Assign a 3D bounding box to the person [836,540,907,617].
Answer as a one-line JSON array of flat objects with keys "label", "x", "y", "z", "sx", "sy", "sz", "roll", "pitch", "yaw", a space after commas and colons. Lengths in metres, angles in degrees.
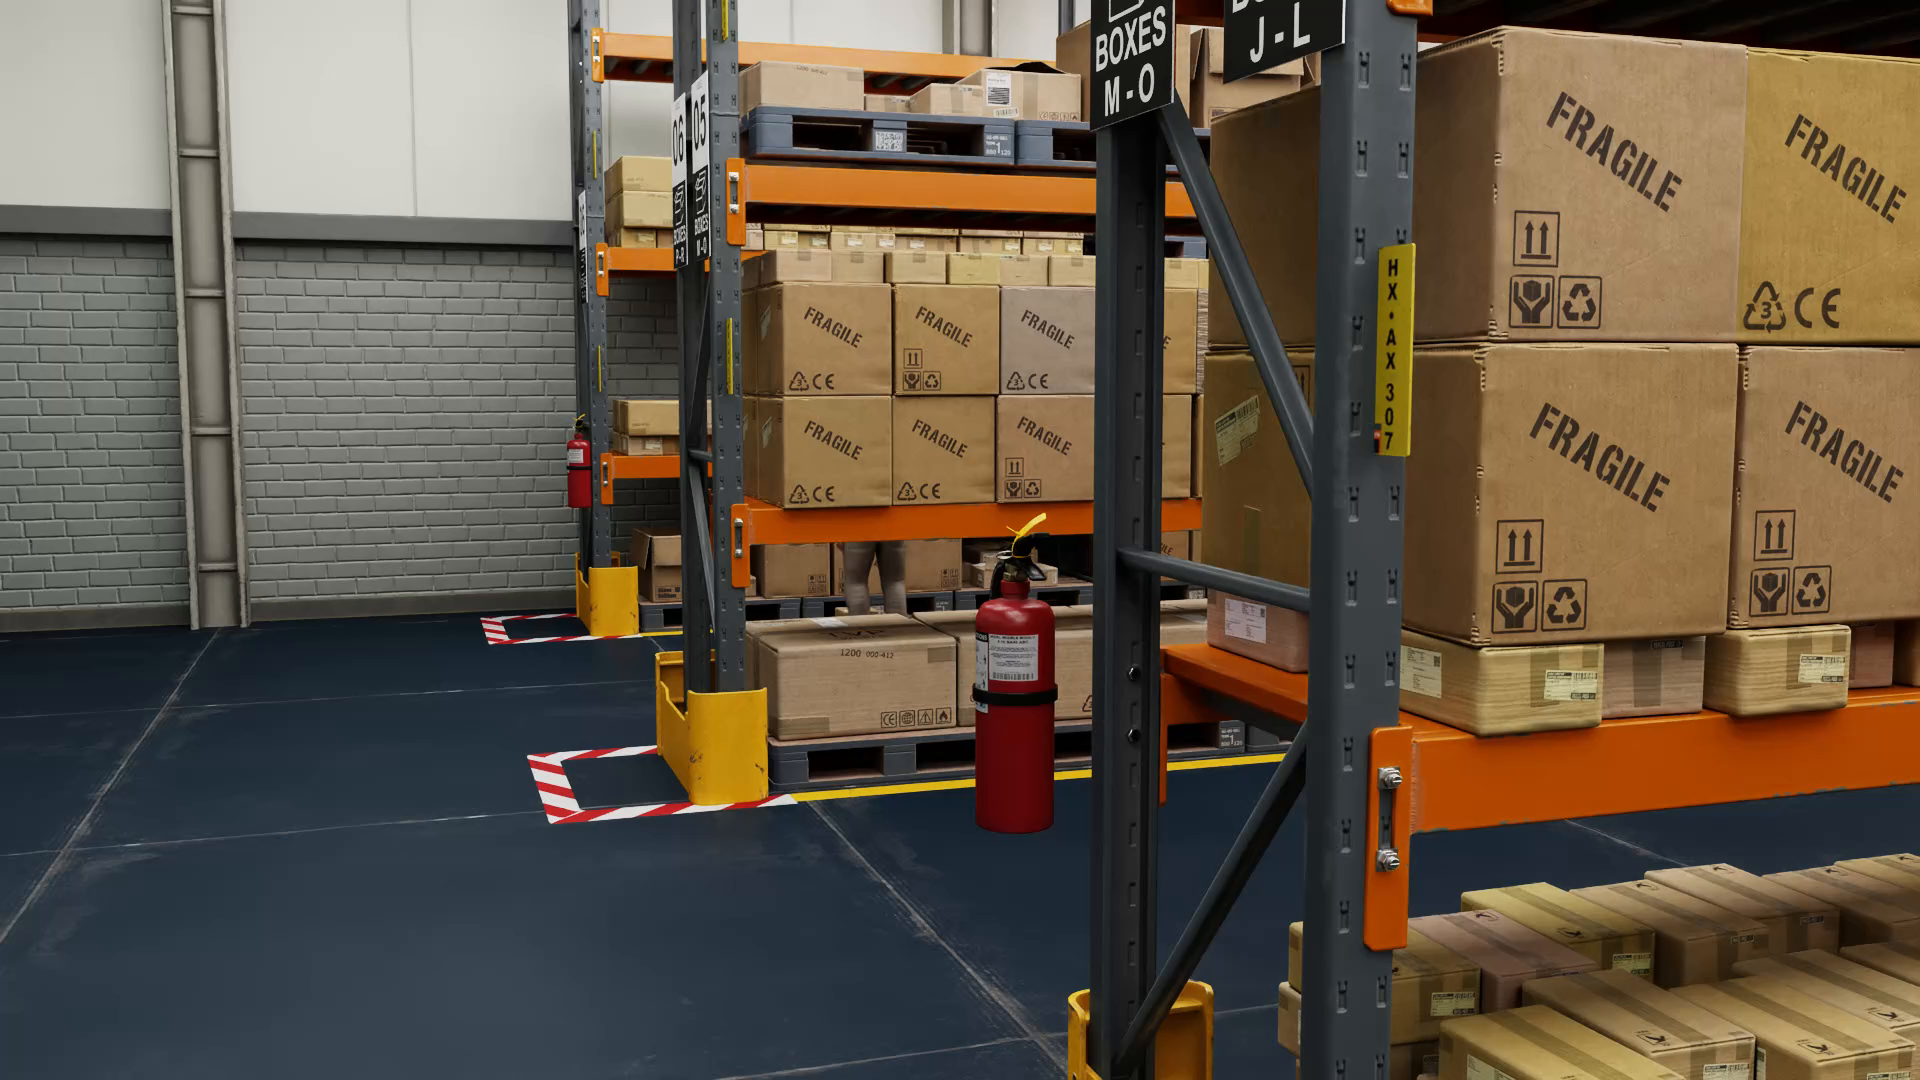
[{"label": "person", "x": -0.597, "y": -0.068, "z": 11.176, "sx": 0.530, "sy": 1.724, "sz": 0.358, "roll": -2, "pitch": 6, "yaw": -18}]
